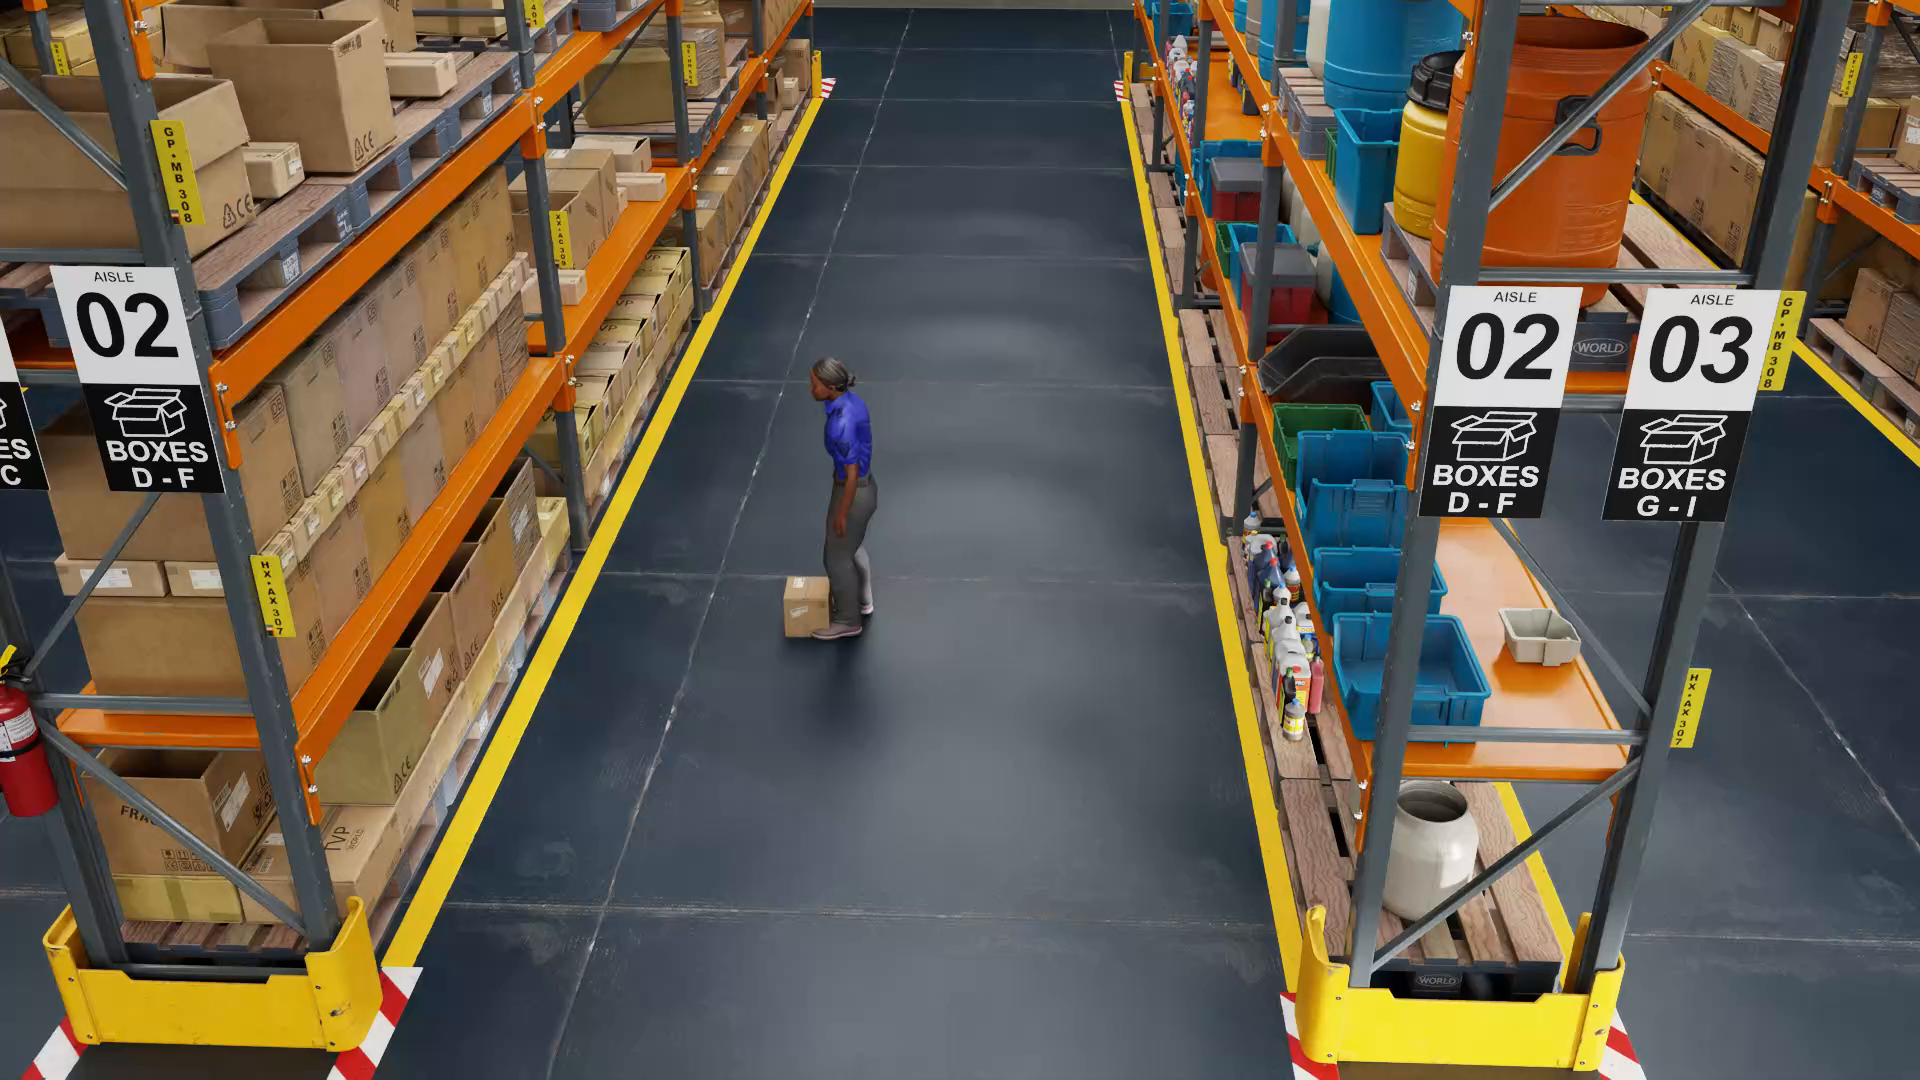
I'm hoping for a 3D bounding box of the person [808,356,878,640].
[{"bbox_3d":[-0.649,-0.240,9.075,0.400,1.655,0.532,-1,28,-1],"label":"person"}]
